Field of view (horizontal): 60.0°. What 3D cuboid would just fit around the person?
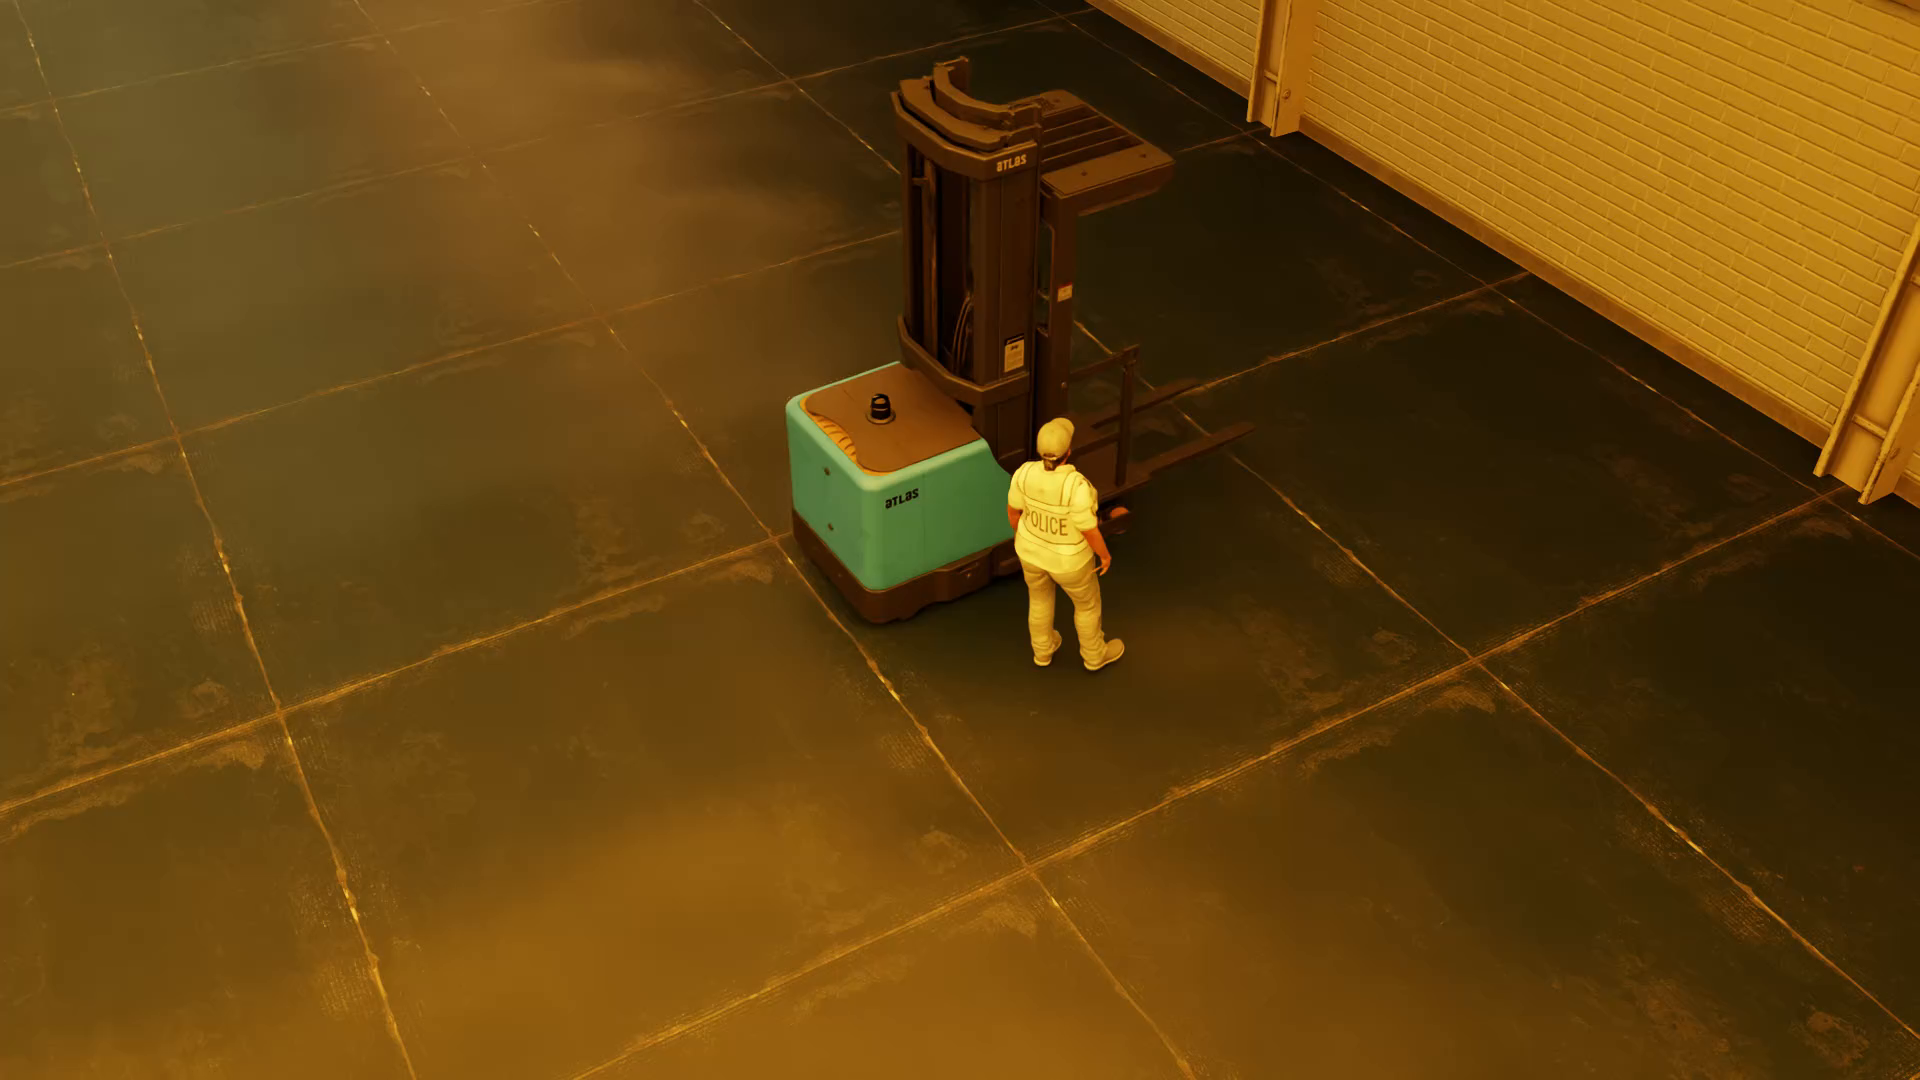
[{"bbox_3d":[0.577,0.025,8.992,0.607,1.677,0.520,20,44,23],"label":"person"}]

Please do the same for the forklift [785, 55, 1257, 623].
[{"bbox_3d":[0.490,-1.365,9.682,3.031,2.935,1.130,-22,45,-24],"label":"forklift"}]
